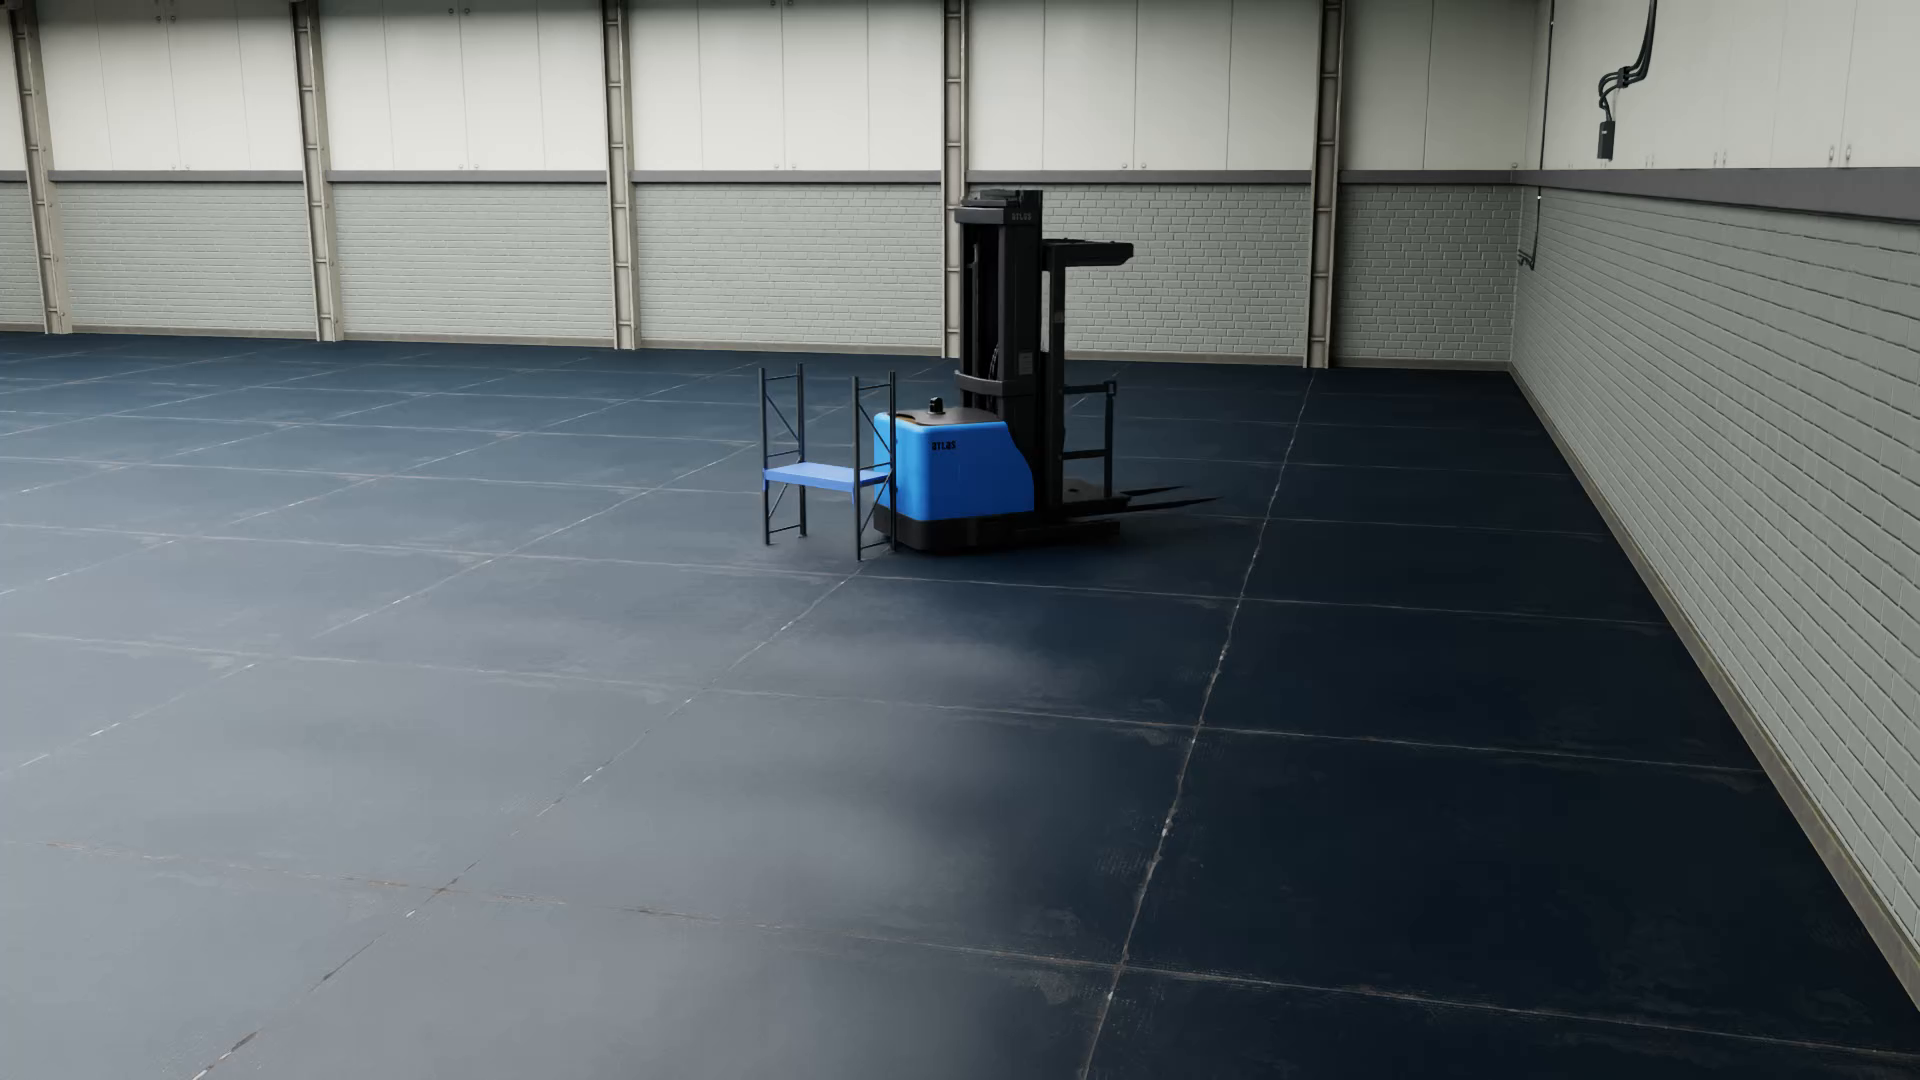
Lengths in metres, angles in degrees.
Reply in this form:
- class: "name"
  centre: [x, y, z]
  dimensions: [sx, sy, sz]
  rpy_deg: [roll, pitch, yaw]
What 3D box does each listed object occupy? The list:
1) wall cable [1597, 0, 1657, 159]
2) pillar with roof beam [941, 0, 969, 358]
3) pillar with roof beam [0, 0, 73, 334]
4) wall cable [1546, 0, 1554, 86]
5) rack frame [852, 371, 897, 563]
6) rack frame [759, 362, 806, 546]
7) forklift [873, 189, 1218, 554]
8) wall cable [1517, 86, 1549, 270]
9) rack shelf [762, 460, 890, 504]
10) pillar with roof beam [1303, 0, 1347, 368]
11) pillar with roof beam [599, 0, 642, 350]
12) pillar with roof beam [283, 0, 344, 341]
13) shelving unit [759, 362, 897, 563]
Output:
- class: "wall cable"
  centre: [5.995, -6.417, 14.530]
  dimensions: [0.169, 6.003, 2.305]
  rpy_deg: [3, 13, 14]
- class: "pillar with roof beam"
  centre: [-1.115, -6.589, 23.158]
  dimensions: [0.400, 9.000, 9.100]
  rpy_deg: [3, 13, 14]
- class: "pillar with roof beam"
  centre: [-18.591, -7.523, 27.368]
  dimensions: [0.548, 9.000, 9.100]
  rpy_deg: [3, 13, 14]
- class: "wall cable"
  centre: [7.637, -7.133, 21.117]
  dimensions: [0.112, 2.526, 3.097]
  rpy_deg: [3, 13, 14]
- class: "rack frame"
  centre: [-0.686, -0.594, 13.448]
  dimensions: [0.032, 1.500, 0.500]
  rpy_deg: [9, 16, 36]
- class: "rack frame"
  centre: [-1.494, -0.728, 14.051]
  dimensions: [0.032, 1.500, 0.500]
  rpy_deg: [9, 16, 36]
- class: "forklift"
  centre: [0.810, -1.515, 14.293]
  dimensions: [3.031, 2.935, 1.130]
  rpy_deg: [-6, 14, -25]
- class: "wall cable"
  centre: [8.285, -5.236, 24.229]
  dimensions: [0.112, 2.526, 3.097]
  rpy_deg: [3, 13, 14]
- class: "rack shelf"
  centre: [-1.090, -0.485, 13.788]
  dimensions: [1.000, 0.185, 0.538]
  rpy_deg: [9, 16, 36]
- class: "pillar with roof beam"
  centre: [4.710, -6.278, 21.754]
  dimensions: [0.400, 9.000, 9.100]
  rpy_deg: [3, 13, 14]
- class: "pillar with roof beam"
  centre: [-6.940, -6.901, 24.561]
  dimensions: [0.400, 9.000, 9.100]
  rpy_deg: [3, 13, 14]
- class: "pillar with roof beam"
  centre: [-12.766, -7.212, 25.965]
  dimensions: [0.548, 9.000, 9.100]
  rpy_deg: [3, 13, 14]
- class: "shelving unit"
  centre: [-1.090, -0.661, 13.749]
  dimensions: [1.048, 1.500, 0.538]
  rpy_deg: [9, 16, 36]
